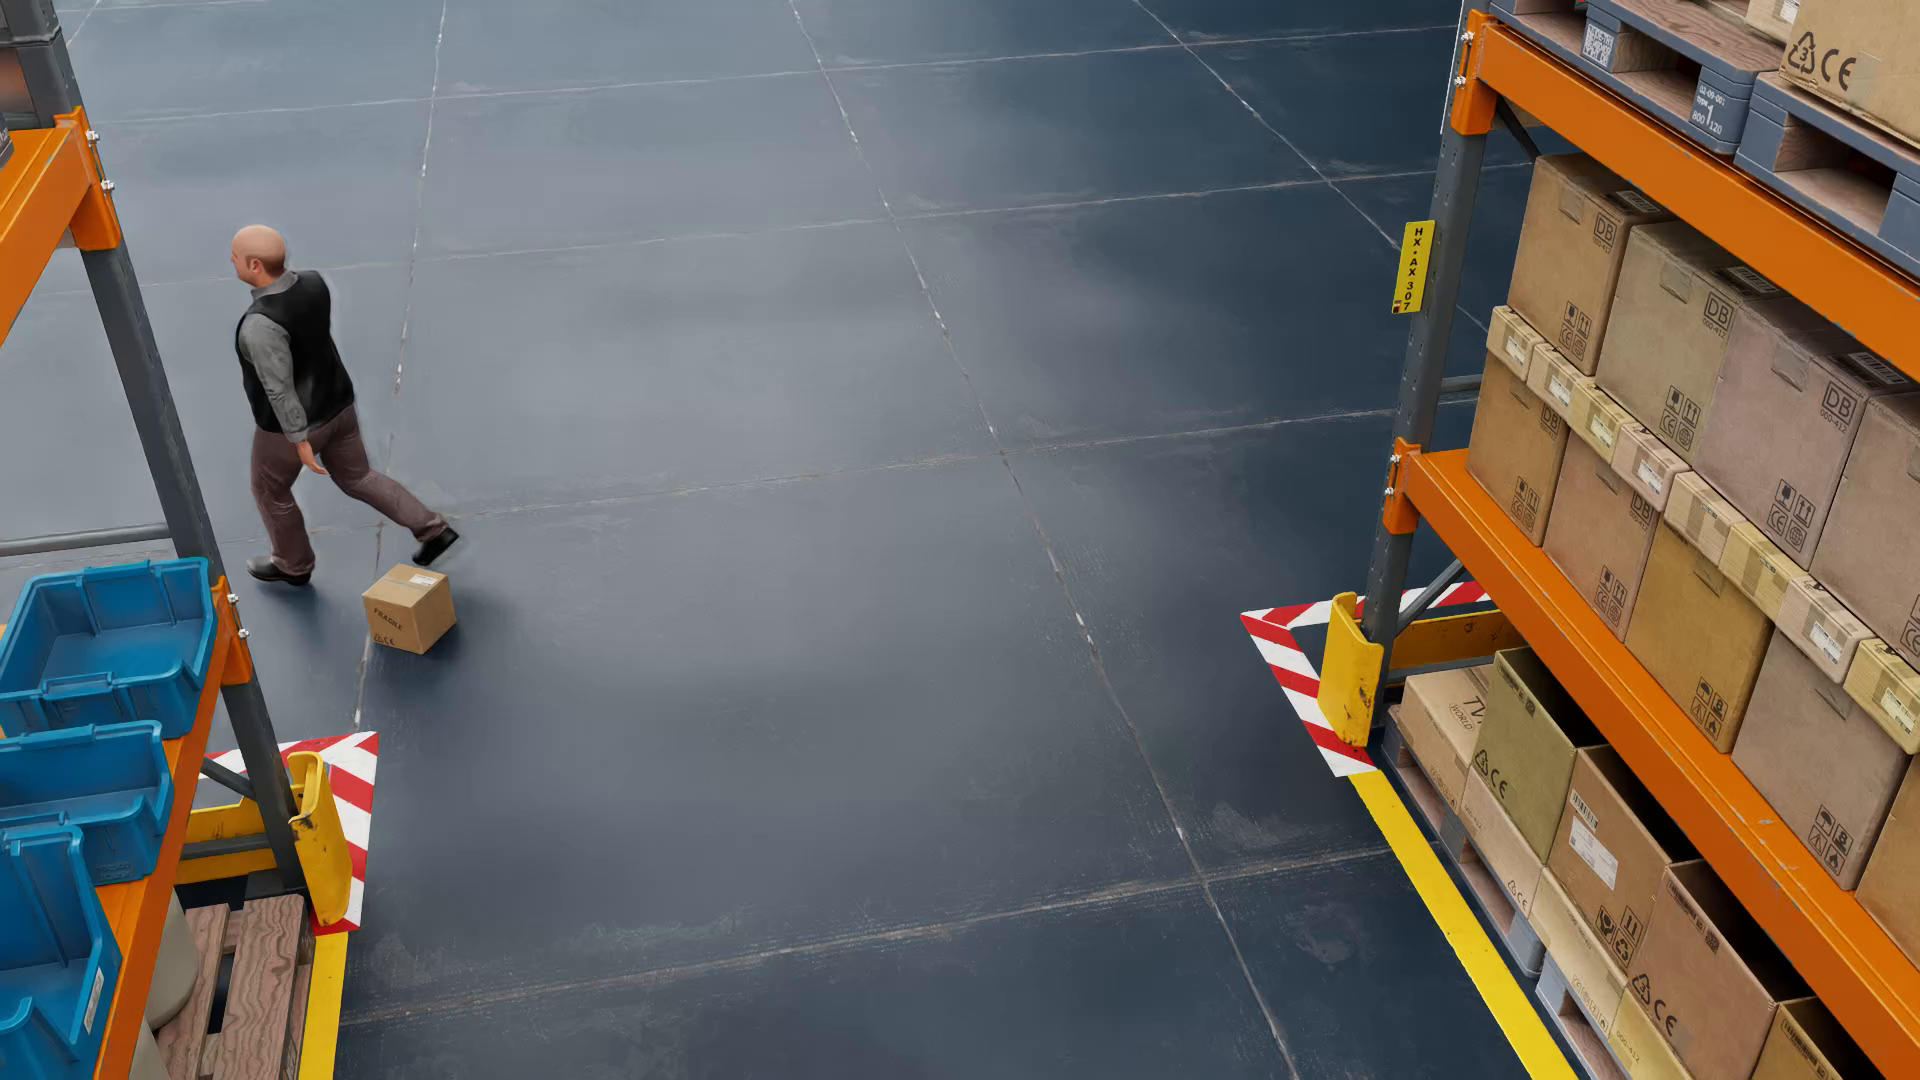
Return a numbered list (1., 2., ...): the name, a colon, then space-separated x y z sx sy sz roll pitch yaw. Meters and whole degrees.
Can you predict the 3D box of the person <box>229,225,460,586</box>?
1. person: -2.687 -0.523 6.928 0.967 1.681 0.536 9 35 13
